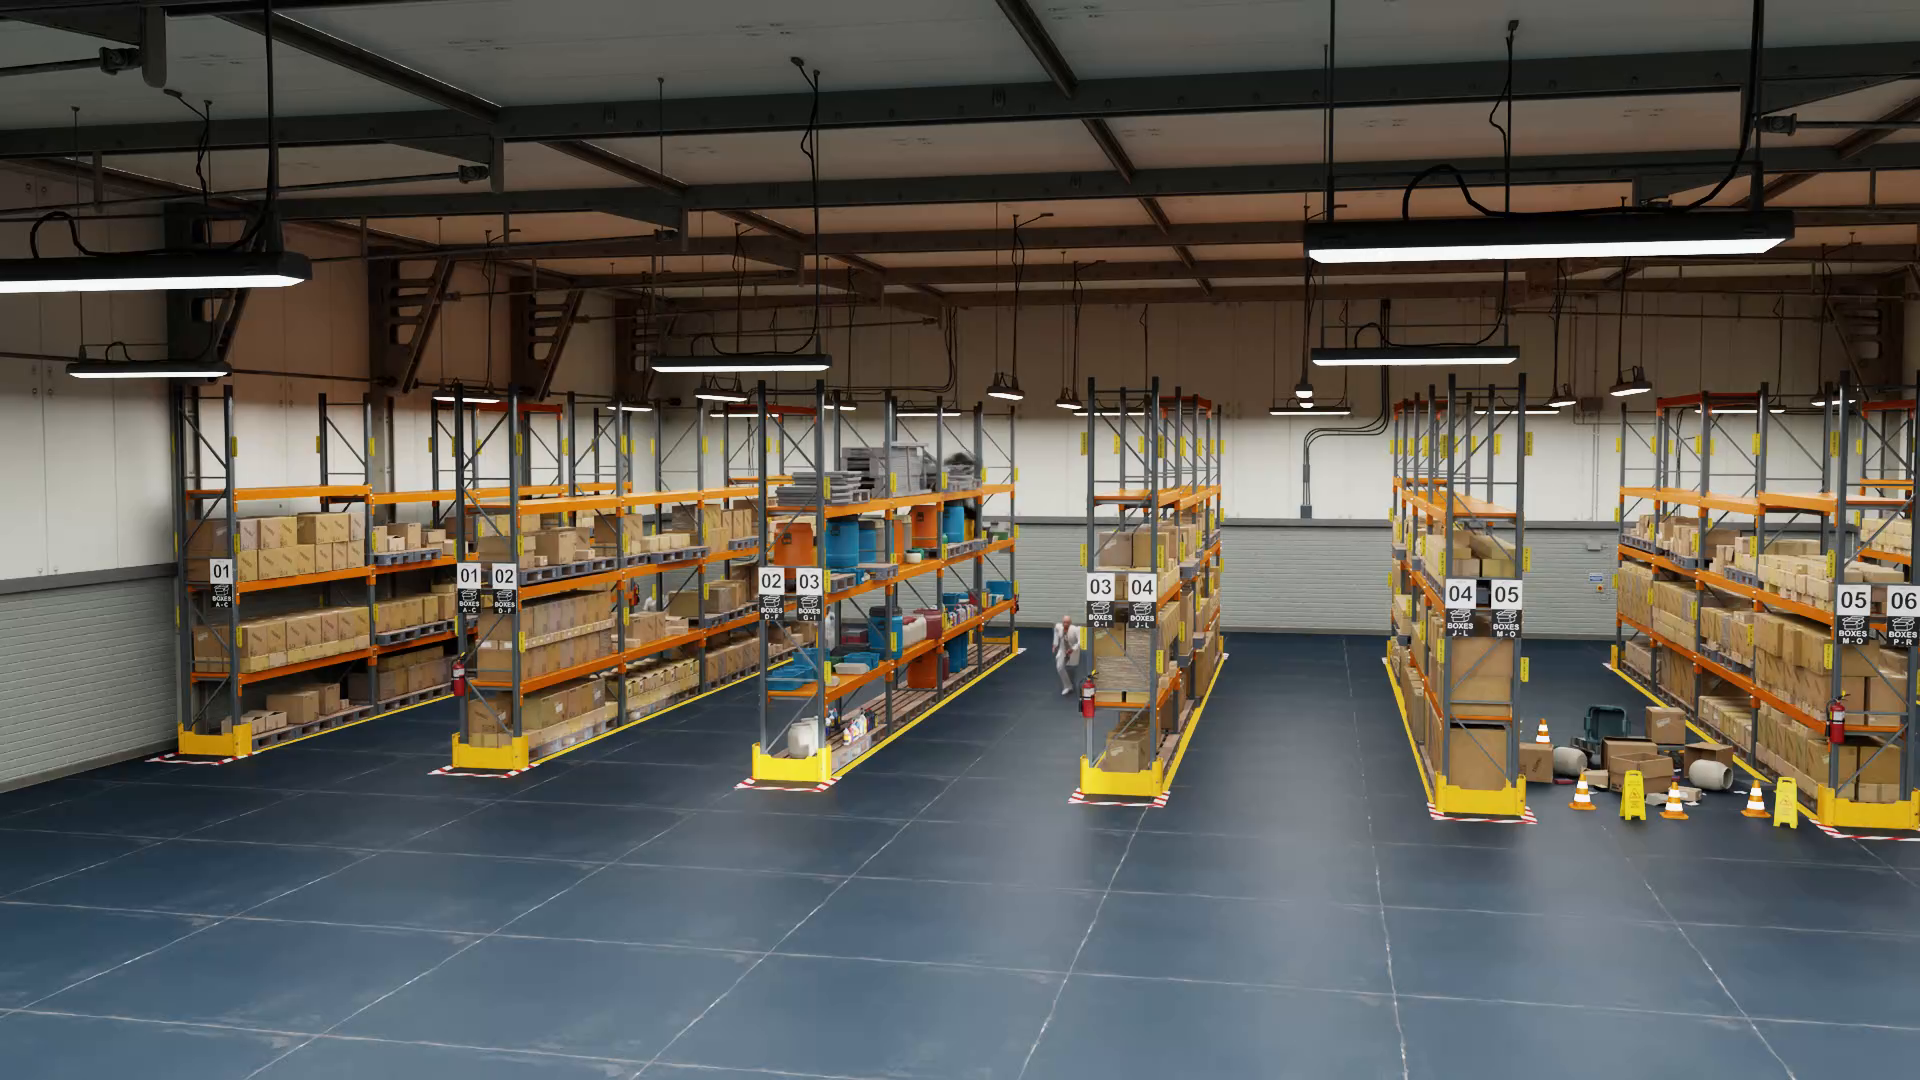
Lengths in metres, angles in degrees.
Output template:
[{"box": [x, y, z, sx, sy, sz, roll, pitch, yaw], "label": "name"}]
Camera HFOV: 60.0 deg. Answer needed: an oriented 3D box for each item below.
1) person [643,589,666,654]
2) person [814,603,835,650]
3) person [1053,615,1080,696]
[{"box": [-7.431, 1.959, 40.438, 0.538, 1.586, 0.775, 0, 3, 2], "label": "person"}, {"box": [-2.849, 2.151, 35.696, 0.528, 1.742, 0.860, 1, 3, 11], "label": "person"}, {"box": [2.258, 2.303, 33.889, 0.707, 1.626, 1.110, 1, 3, 17], "label": "person"}]
